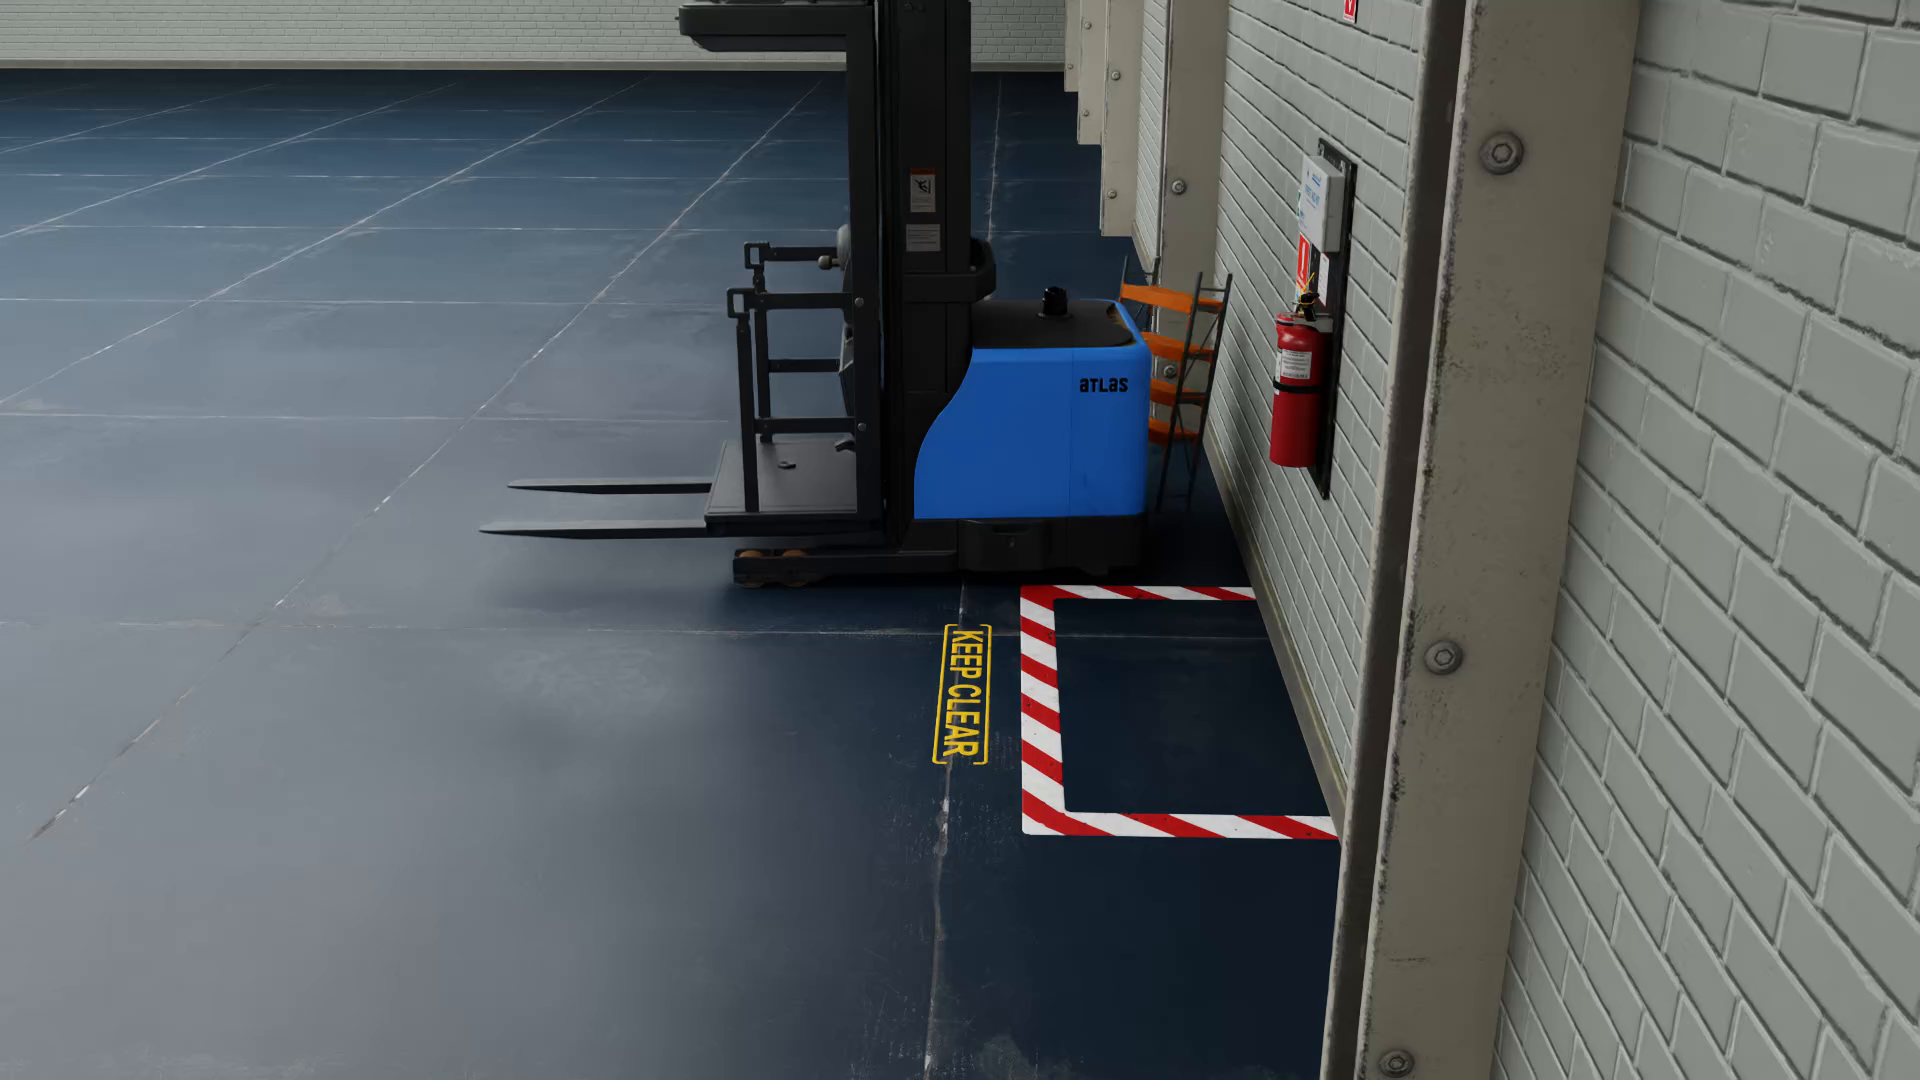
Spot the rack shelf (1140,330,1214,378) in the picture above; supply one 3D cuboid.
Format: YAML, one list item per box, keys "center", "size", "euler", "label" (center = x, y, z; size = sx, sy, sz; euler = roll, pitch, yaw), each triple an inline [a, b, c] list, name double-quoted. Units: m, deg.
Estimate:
- center: [1.014, -0.933, 8.306]
  size: [0.258, 0.148, 0.480]
  euler: [-4, 19, -41]
  label: "rack shelf"

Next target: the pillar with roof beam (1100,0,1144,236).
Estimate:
- center: [-2.849, -7.085, 13.850]
  size: [9.100, 9.000, 0.400]
  euler: [1, 21, 2]
  label: "pillar with roof beam"

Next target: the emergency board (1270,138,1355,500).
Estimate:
- center: [1.203, -0.795, 5.932]
  size: [0.194, 1.169, 0.643]
  euler: [1, 21, 2]
  label: "emergency board"

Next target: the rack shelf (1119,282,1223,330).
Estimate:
- center: [1.048, -1.160, 8.247]
  size: [0.258, 0.148, 0.480]
  euler: [-4, 19, -41]
  label: "rack shelf"

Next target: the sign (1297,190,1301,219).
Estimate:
- center: [1.313, -1.256, 6.338]
  size: [0.001, 0.109, 0.331]
  euler: [1, 21, 2]
  label: "sign"

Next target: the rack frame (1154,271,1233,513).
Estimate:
- center: [1.147, -0.715, 8.169]
  size: [0.240, 1.200, 0.015]
  euler: [-4, 19, -41]
  label: "rack frame"

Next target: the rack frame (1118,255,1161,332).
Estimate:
- center: [0.836, -0.852, 8.519]
  size: [0.240, 1.200, 0.015]
  euler: [-4, 19, -41]
  label: "rack frame"

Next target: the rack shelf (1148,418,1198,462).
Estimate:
- center: [0.953, -0.528, 8.409]
  size: [0.258, 0.148, 0.480]
  euler: [-4, 19, -41]
  label: "rack shelf"

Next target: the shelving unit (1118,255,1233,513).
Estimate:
- center: [0.991, -0.783, 8.344]
  size: [0.258, 1.200, 0.503]
  euler: [-4, 19, -41]
  label: "shelving unit"

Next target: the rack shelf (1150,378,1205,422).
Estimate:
- center: [0.982, -0.719, 8.361]
  size: [0.258, 0.148, 0.480]
  euler: [-4, 19, -41]
  label: "rack shelf"

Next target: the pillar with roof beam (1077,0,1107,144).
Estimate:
- center: [-2.666, -9.255, 19.441]
  size: [9.100, 9.000, 0.400]
  euler: [1, 21, 2]
  label: "pillar with roof beam"

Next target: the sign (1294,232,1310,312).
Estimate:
- center: [1.323, -1.011, 6.438]
  size: [0.001, 0.329, 0.234]
  euler: [1, 21, 2]
  label: "sign"

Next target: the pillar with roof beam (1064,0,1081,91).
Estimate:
- center: [-2.484, -11.424, 25.032]
  size: [9.100, 9.000, 0.400]
  euler: [1, 21, 2]
  label: "pillar with roof beam"

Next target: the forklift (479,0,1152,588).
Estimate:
- center: [-0.680, -1.346, 7.446]
  size: [3.031, 2.935, 1.130]
  euler: [-1, 21, -2]
  label: "forklift"

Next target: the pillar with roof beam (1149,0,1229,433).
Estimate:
- center: [-3.031, -4.916, 8.259]
  size: [9.100, 9.000, 0.400]
  euler: [1, 21, 2]
  label: "pillar with roof beam"

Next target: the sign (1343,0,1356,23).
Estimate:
- center: [1.302, -1.878, 5.518]
  size: [0.001, 0.298, 0.199]
  euler: [1, 21, 2]
  label: "sign"
